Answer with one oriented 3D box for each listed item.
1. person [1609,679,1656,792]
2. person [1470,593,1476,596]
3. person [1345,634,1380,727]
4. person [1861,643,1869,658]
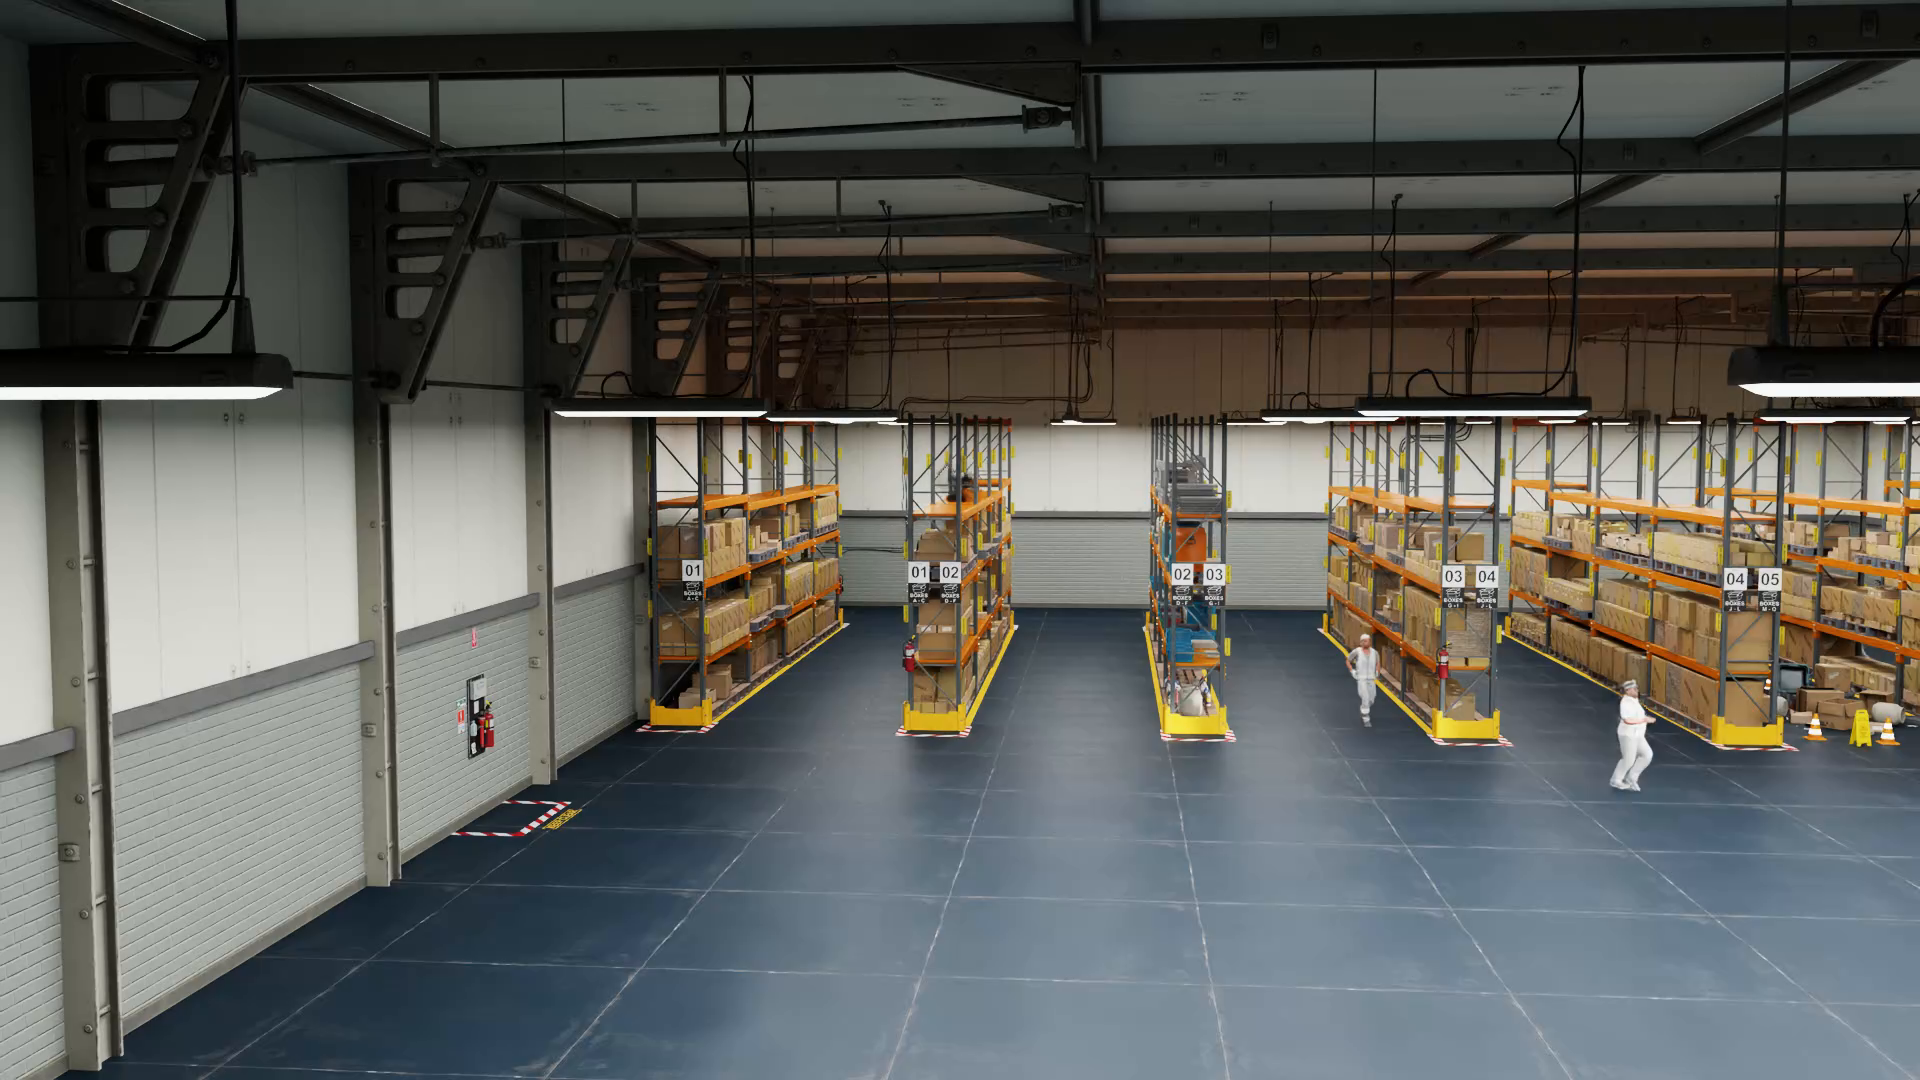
[{"bbox_3d":[10.600,3.095,26.140,0.689,1.816,0.642,3,5,38],"label":"person"},{"bbox_3d":[13.779,1.924,44.479,0.582,1.609,0.656,1,4,14],"label":"person"},{"bbox_3d":[7.784,2.684,32.058,0.667,1.767,0.741,0,4,-6],"label":"person"},{"bbox_3d":[21.471,2.226,39.498,0.626,1.661,0.823,0,4,4],"label":"person"}]
